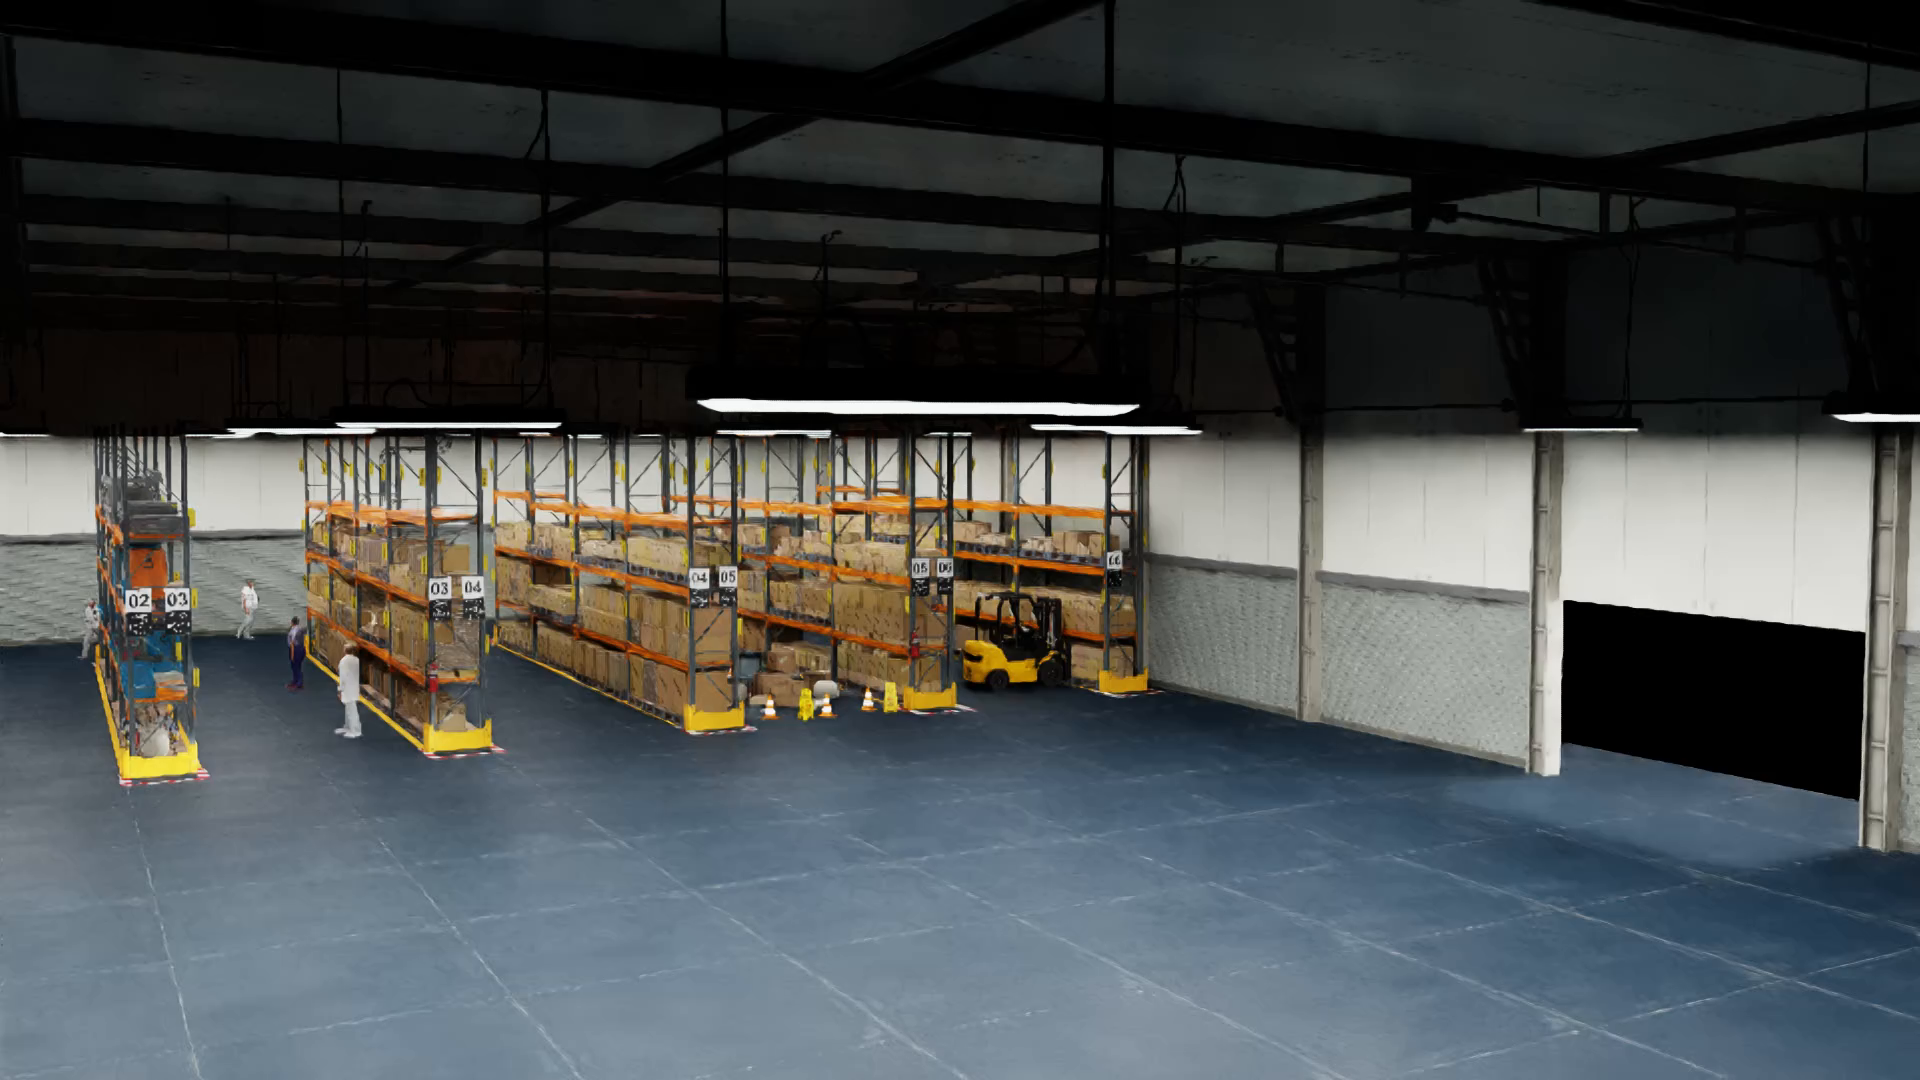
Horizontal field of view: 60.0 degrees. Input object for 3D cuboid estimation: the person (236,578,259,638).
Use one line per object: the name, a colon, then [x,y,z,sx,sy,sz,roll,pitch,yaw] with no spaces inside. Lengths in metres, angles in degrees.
person: [-20.463,1.955,47.702,0.507,1.739,0.712,0,3,5]

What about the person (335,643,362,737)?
person: [-11.812,2.874,32.059,0.636,1.775,0.677,0,3,3]

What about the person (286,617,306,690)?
person: [-15.278,2.588,38.143,0.463,1.640,0.523,0,3,1]

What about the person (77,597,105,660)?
person: [-22.566,2.284,43.308,0.494,1.624,0.908,0,3,-1]
